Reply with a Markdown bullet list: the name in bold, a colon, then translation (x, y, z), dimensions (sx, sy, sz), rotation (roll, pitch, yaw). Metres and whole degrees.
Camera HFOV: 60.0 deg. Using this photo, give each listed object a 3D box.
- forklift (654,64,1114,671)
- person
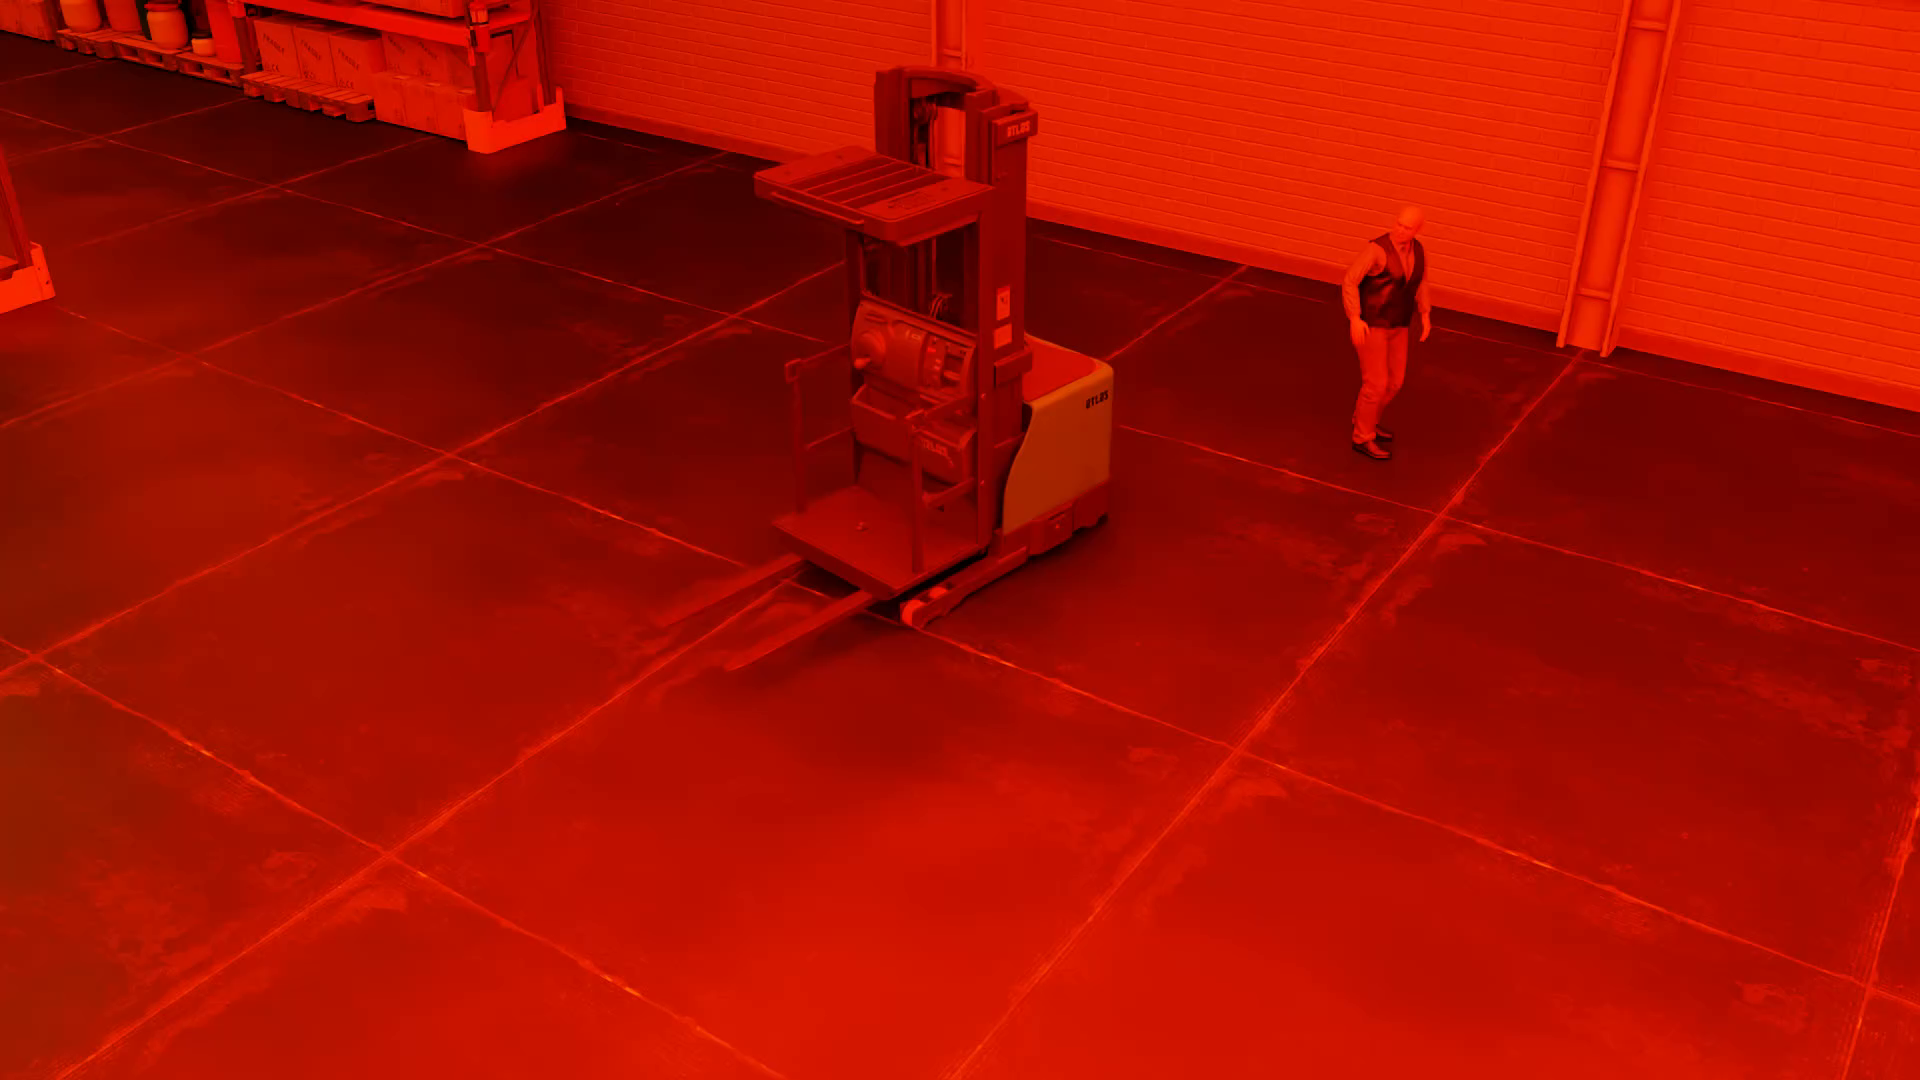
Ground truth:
- **forklift**: translation (-0.419, -1.044, 9.380), dimensions (1.130, 2.935, 3.031), rotation (26, 39, 37)
- **person**: translation (2.938, -1.429, 11.268), dimensions (0.731, 1.704, 0.513), rotation (-20, 36, -30)
